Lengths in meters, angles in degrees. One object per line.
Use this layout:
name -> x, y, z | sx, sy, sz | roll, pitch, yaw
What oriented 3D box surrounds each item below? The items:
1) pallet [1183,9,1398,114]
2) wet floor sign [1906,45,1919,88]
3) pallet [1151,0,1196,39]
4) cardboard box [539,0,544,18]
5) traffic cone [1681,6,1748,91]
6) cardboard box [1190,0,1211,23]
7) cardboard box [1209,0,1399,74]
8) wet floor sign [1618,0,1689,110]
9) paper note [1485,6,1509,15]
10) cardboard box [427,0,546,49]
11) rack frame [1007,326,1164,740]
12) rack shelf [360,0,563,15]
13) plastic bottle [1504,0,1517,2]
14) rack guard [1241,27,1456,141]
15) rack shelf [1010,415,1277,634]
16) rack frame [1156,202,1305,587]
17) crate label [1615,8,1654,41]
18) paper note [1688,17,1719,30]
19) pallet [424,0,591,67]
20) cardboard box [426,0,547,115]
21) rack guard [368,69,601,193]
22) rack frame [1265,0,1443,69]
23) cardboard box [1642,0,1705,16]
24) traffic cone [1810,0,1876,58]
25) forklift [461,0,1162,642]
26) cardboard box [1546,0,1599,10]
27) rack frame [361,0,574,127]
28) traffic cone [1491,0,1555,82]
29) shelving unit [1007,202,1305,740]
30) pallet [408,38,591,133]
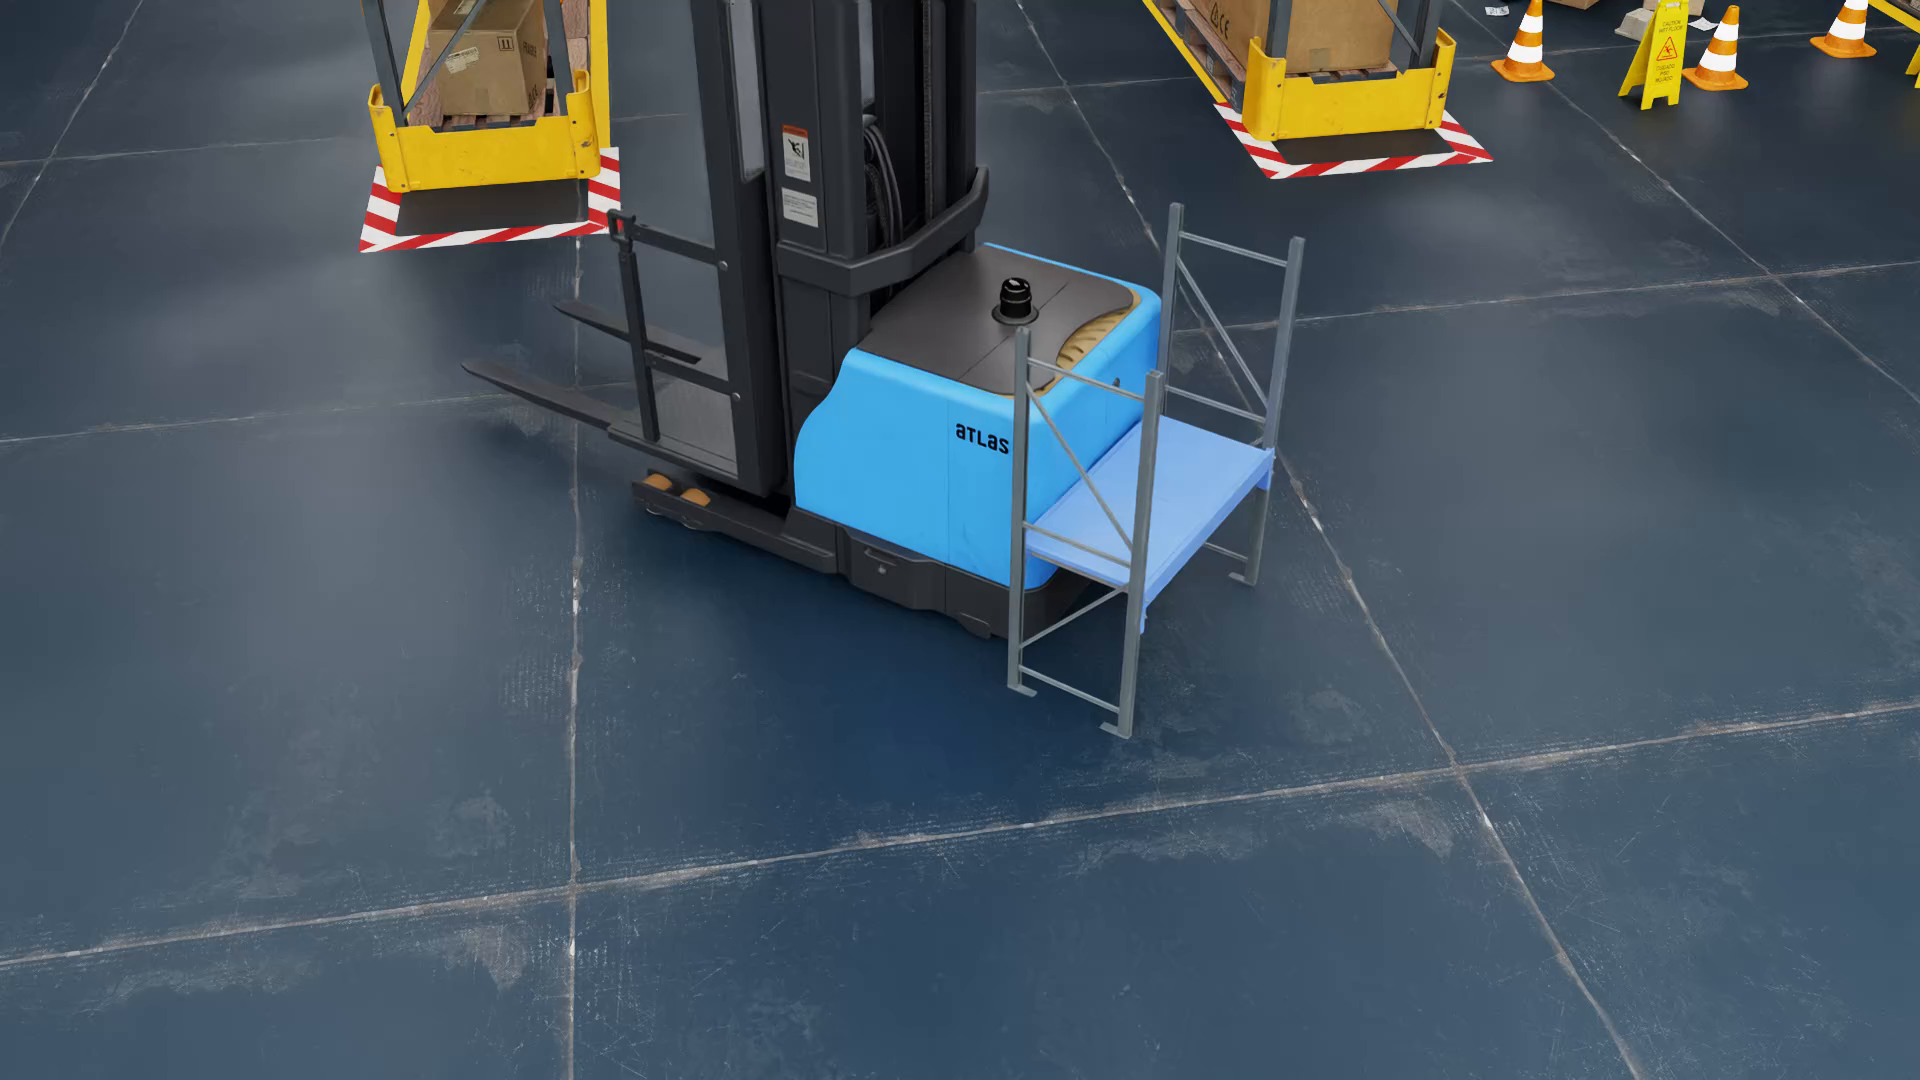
pallet -> 2.062, -3.073, 10.534 | 1.003, 0.211, 1.213 | -6, 38, -8
wet floor sign -> 6.115, -3.134, 10.258 | 0.267, 0.644, 0.232 | 6, 38, 8
pallet -> 1.851, -3.809, 11.480 | 1.003, 0.211, 1.213 | -6, 38, -8
cardboard box -> -2.944, -3.523, 10.535 | 0.500, 0.500, 0.500 | -3, 38, -4
traffic cone -> 4.756, -3.088, 10.347 | 0.336, 0.463, 0.334 | -6, 38, -8
cardboard box -> 1.939, -3.960, 10.792 | 0.875, 0.875, 0.875 | -7, 38, -9
cardboard box -> 2.095, -3.429, 10.109 | 0.875, 0.875, 0.875 | -6, 38, -8
wet floor sign -> 4.234, -2.966, 10.041 | 0.267, 0.644, 0.232 | -13, 40, -16
paper note -> 3.683, -3.631, 11.401 | 0.144, 0.017, 0.142 | 6, 38, 8
cardboard box -> -2.853, -3.143, 10.045 | 0.500, 0.500, 0.500 | 3, 38, 4
rack frame -> 0.389, 0.019, 5.502 | 0.500, 1.500, 0.032 | 22, 43, 26
rack shelf -> -2.972, -4.151, 10.235 | 1.077, 0.370, 4.000 | -6, 38, -8
plastic bottle -> 3.790, -3.848, 11.653 | 0.133, 0.061, 0.283 | -20, 42, -23
rack guard -> 2.283, -2.698, 9.816 | 1.175, 0.500, 0.348 | -6, 38, -8
rack shelf -> 0.669, -0.099, 5.948 | 0.538, 0.185, 1.000 | 22, 43, 26
rack frame -> 0.949, -0.501, 6.172 | 0.500, 1.500, 0.032 | 22, 43, 26
crate label -> 4.557, -3.427, 11.050 | 0.250, 0.136, 0.298 | -27, 45, -31
paper note -> 5.009, -3.478, 11.202 | 0.148, 0.019, 0.142 | -20, 42, -23
pallet -> -2.953, -3.402, 10.957 | 1.003, 0.211, 1.213 | -6, 38, -8
cardboard box -> -2.715, -2.785, 9.585 | 0.500, 0.500, 0.500 | 0, 38, 1
rack guard -> -2.635, -2.286, 9.285 | 1.175, 0.500, 0.348 | -6, 38, -8
rack frame -> 2.279, -3.700, 9.067 | 1.000, 3.000, 0.127 | -6, 38, -8
cardboard box -> 4.916, -3.742, 11.445 | 0.380, 0.149, 0.250 | 13, 40, 16
traffic cone -> 5.789, -3.413, 10.765 | 0.336, 0.463, 0.334 | -6, 38, -8
forklift -> -0.755, -1.455, 6.234 | 3.031, 2.935, 1.130 | 20, 42, 24
cardboard box -> 4.334, -4.096, 11.612 | 0.637, 0.503, 0.797 | 27, 45, 30
rack frame -> -2.622, -3.227, 8.459 | 1.000, 3.000, 0.127 | -6, 38, -8
traffic cone -> 3.584, -3.172, 10.455 | 0.336, 0.463, 0.334 | -6, 38, -8
shelving unit -> 0.669, -0.241, 5.837 | 0.538, 1.500, 1.048 | 22, 43, 26
pallet -> -2.743, -2.667, 10.010 | 1.003, 0.211, 1.213 | -6, 38, -8
